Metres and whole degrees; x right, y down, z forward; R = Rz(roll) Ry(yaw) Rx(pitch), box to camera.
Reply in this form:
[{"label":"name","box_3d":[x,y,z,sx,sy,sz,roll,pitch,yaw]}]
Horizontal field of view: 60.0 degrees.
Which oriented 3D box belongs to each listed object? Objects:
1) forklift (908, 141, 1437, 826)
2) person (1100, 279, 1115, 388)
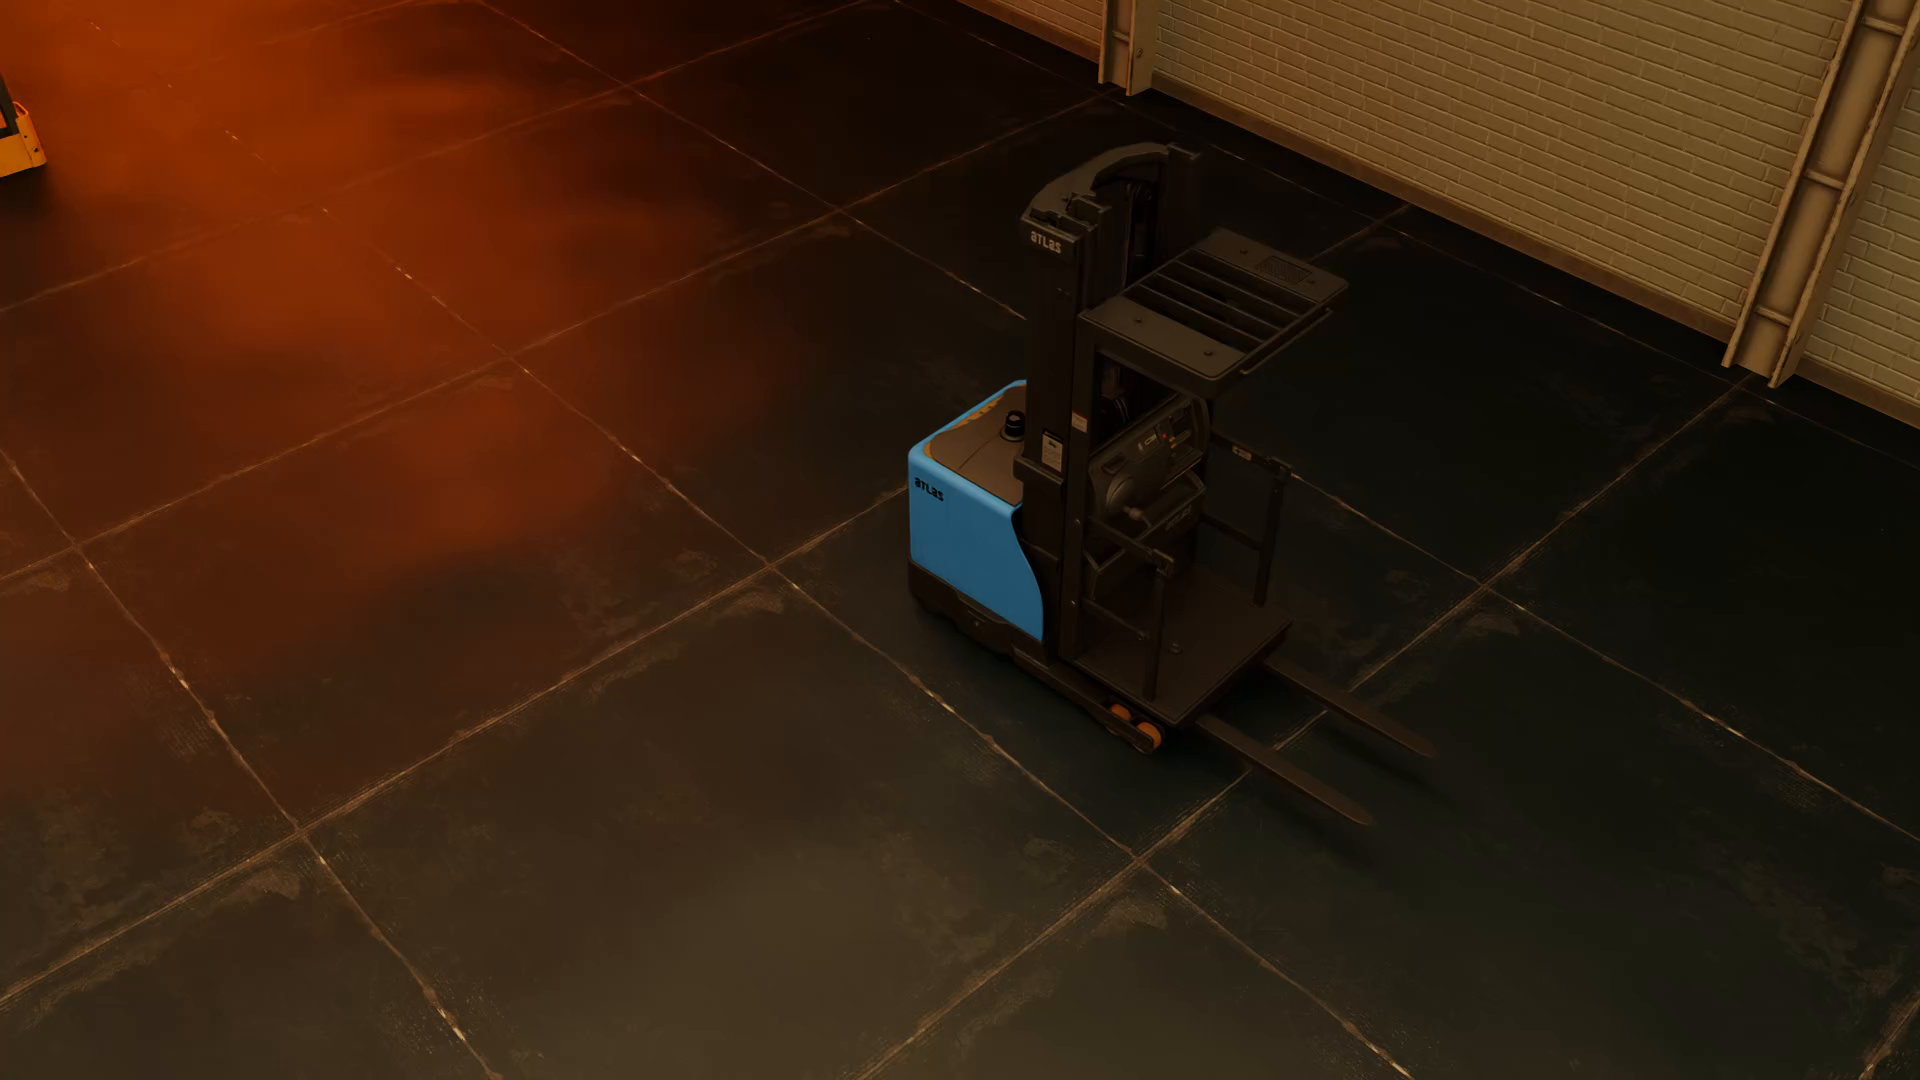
[{"label":"forklift","box_3d":[1.121,-0.365,8.332,3.031,2.935,1.130,31,50,31]},{"label":"person","box_3d":[0.801,-0.926,9.979,0.700,1.634,0.381,16,43,18]}]
